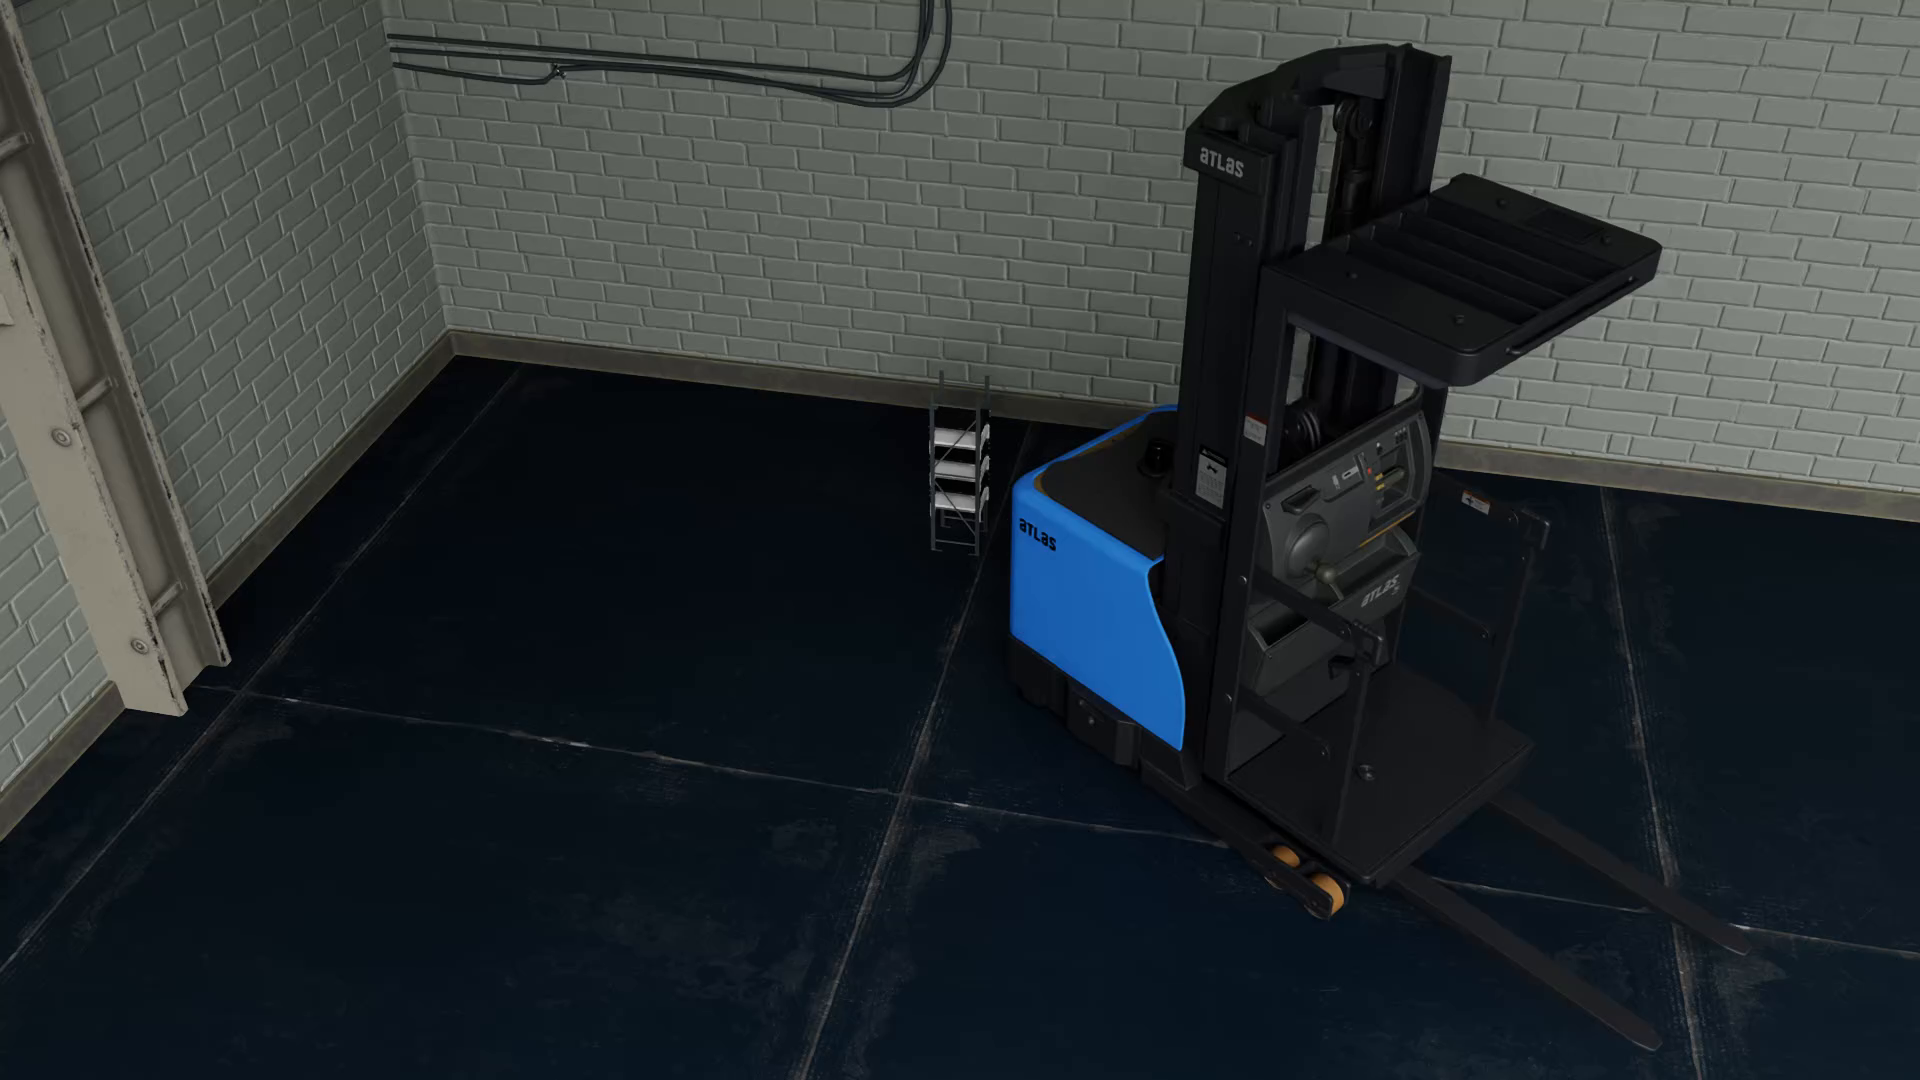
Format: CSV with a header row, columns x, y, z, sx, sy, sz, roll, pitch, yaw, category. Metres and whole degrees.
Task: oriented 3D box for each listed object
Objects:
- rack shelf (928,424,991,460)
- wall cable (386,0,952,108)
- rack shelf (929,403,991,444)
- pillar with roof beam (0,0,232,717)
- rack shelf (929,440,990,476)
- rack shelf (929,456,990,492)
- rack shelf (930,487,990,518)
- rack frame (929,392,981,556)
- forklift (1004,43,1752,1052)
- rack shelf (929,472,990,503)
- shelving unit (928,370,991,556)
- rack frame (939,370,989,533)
x,y,z,sx,sy,sz,roll,pitch,yaw,category
-0.002,-0.478,7.893,0.258,0.077,0.200,7,37,10,rack shelf
-1.556,-3.278,7.751,3.097,2.526,0.112,7,37,10,wall cable
-0.002,-0.551,7.841,0.258,0.077,0.200,7,37,10,rack shelf
0.729,-2.473,3.994,9.100,9.000,0.400,7,37,10,pillar with roof beam
-0.002,-0.406,7.946,0.258,0.077,0.200,7,37,10,rack shelf
-0.002,-0.333,7.999,0.258,0.077,0.200,7,37,10,rack shelf
-0.002,-0.187,8.105,0.258,0.077,0.200,7,37,10,rack shelf
-0.023,-0.301,7.899,0.240,0.900,0.006,7,37,10,rack frame
1.550,-0.100,5.891,1.130,2.935,3.031,-28,44,-33,forklift
-0.002,-0.260,8.052,0.258,0.077,0.200,7,37,10,rack shelf
-0.002,-0.360,7.979,0.258,0.900,0.210,7,37,10,shelving unit
0.020,-0.418,8.060,0.240,0.900,0.006,7,37,10,rack frame
